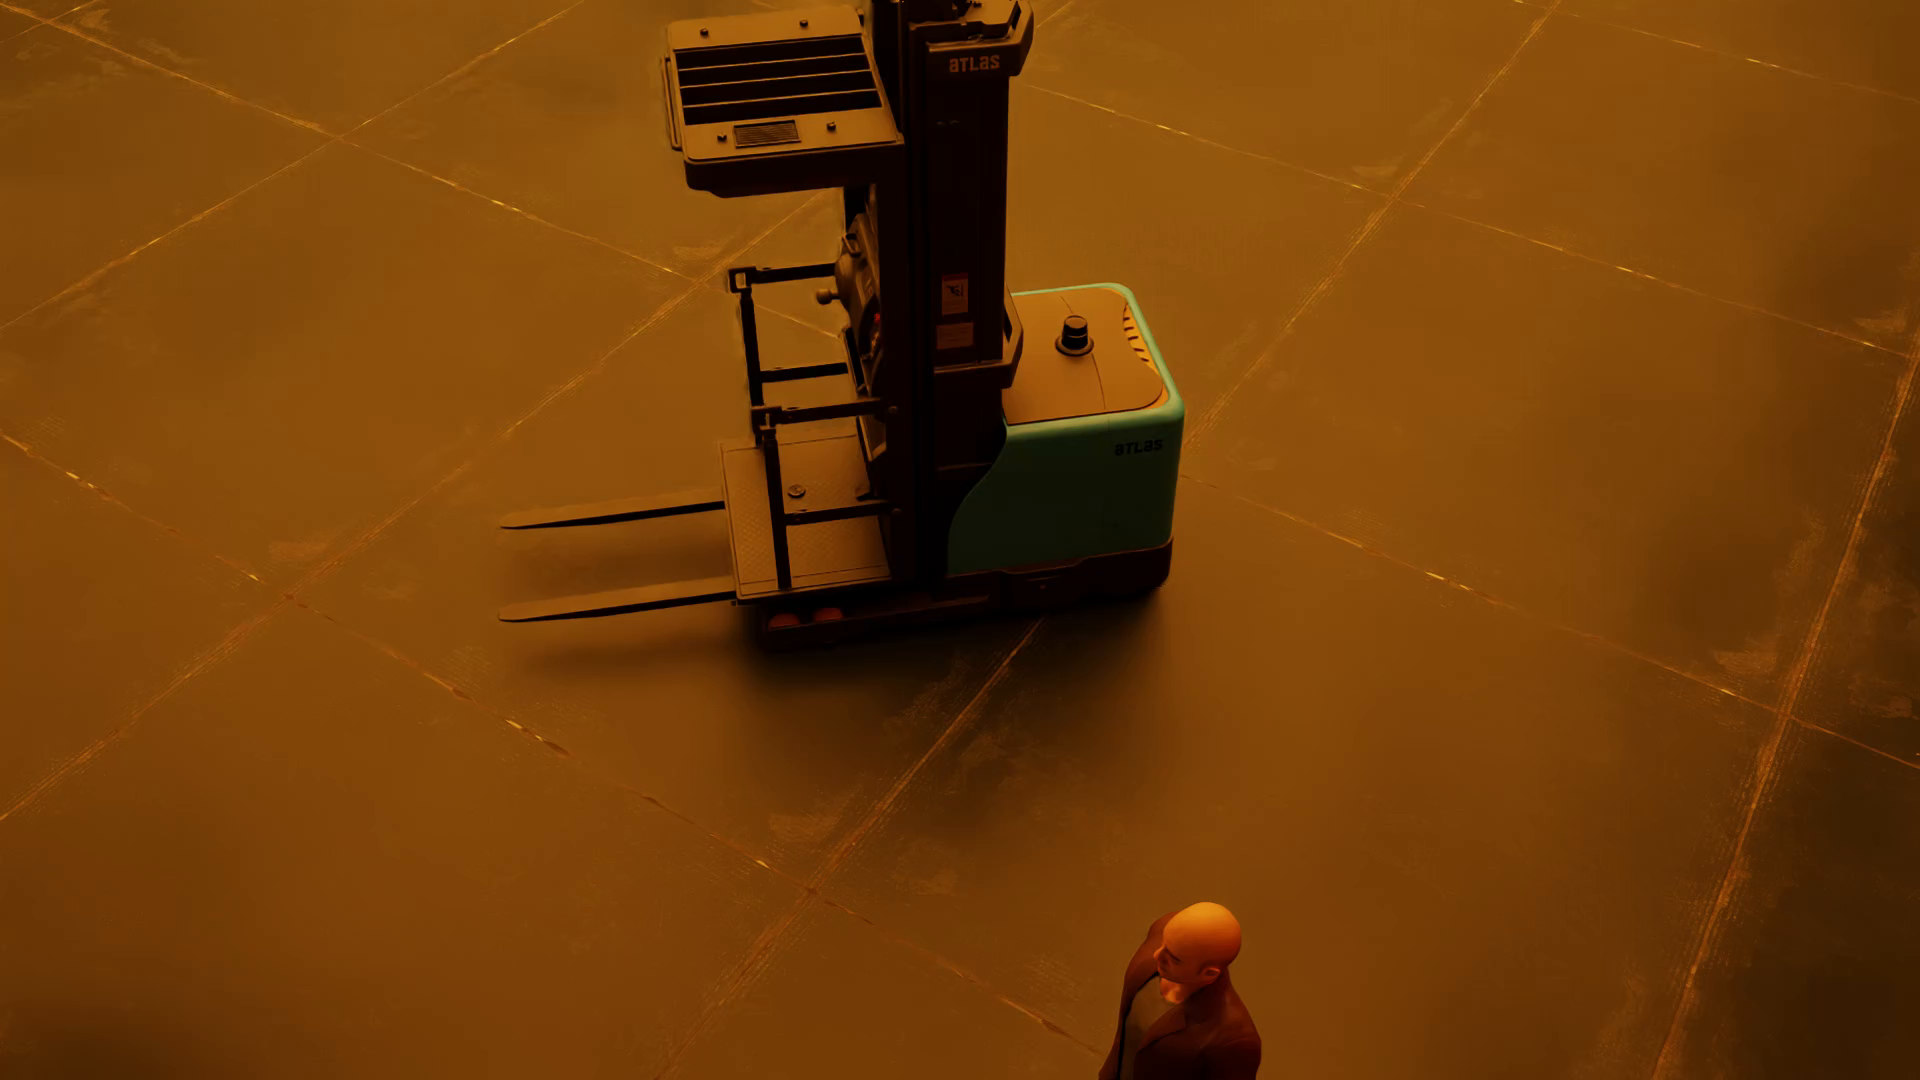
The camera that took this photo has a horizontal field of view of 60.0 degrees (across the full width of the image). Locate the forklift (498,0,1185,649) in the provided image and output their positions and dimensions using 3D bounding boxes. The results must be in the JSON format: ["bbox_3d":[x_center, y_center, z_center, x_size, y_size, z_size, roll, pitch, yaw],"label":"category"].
[{"bbox_3d":[-0.596,-0.972,6.873,3.031,2.935,1.130,-7,44,-8],"label":"forklift"}]

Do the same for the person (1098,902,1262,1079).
[{"bbox_3d":[0.586,1.645,4.948,0.393,1.782,0.547,-14,45,-14],"label":"person"}]
